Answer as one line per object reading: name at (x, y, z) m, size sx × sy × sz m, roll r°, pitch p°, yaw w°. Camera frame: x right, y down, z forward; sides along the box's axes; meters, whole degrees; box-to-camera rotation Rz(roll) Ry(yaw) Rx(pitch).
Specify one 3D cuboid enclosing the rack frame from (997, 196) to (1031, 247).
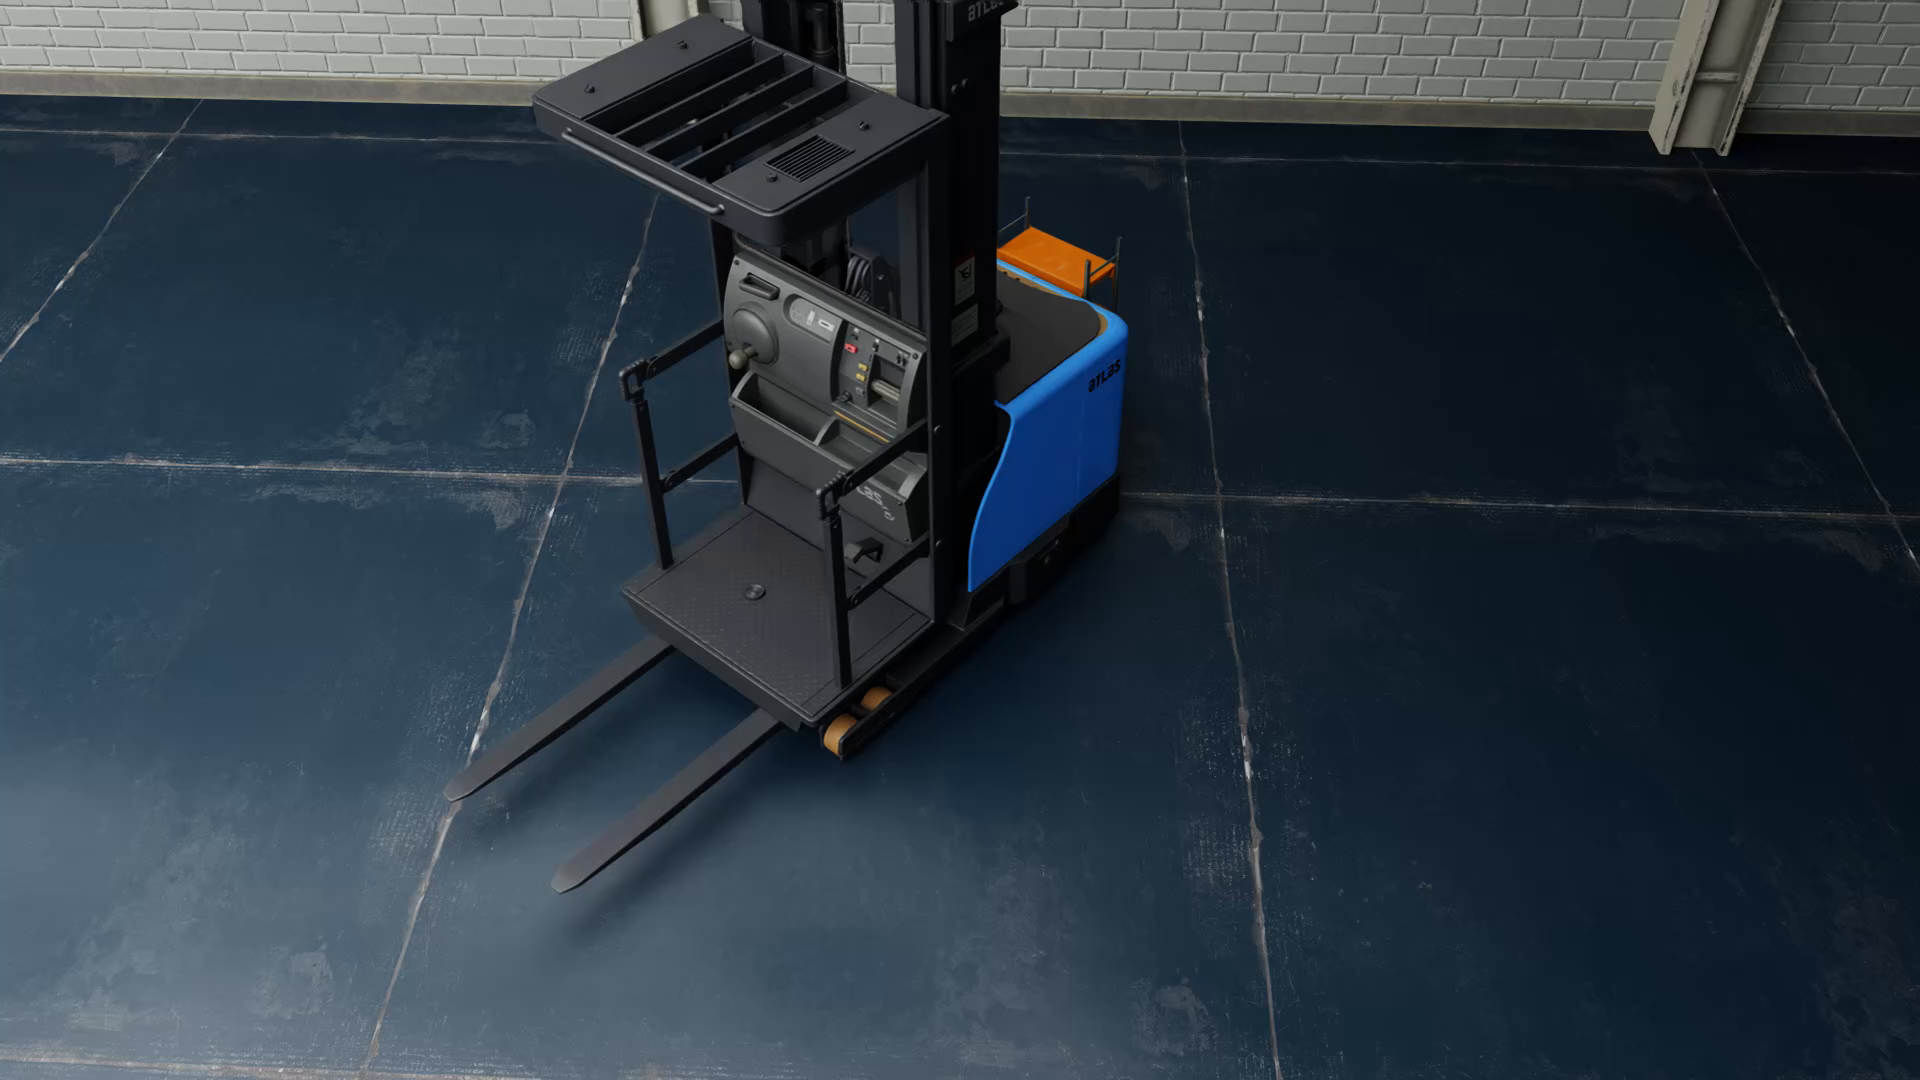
rack frame at (0.222, -0.977, 7.504) m, size 0.015 × 1.200 × 0.240 m, roll 30°, pitch 51°, yaw 28°

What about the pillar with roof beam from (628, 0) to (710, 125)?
pillar with roof beam at (-1.868, -2.911, 3.858) m, size 0.400 × 9.000 × 9.100 m, roll 2°, pitch 43°, yaw 2°

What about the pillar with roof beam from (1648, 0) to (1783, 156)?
pillar with roof beam at (4.126, -2.726, 3.660) m, size 0.400 × 9.000 × 9.100 m, roll 2°, pitch 43°, yaw 2°

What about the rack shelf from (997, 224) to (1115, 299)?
rack shelf at (0.409, -1.157, 7.121) m, size 0.480 × 0.148 × 0.258 m, roll 30°, pitch 51°, yaw 28°

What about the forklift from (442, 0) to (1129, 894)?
forklift at (-0.640, -0.626, 5.857) m, size 1.130 × 2.935 × 3.031 m, roll 30°, pitch 51°, yaw 28°

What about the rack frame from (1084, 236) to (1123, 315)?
rack frame at (0.595, -0.762, 7.274) m, size 0.015 × 1.200 × 0.240 m, roll 30°, pitch 51°, yaw 28°

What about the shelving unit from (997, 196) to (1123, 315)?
shelving unit at (0.409, -0.870, 7.389) m, size 0.503 × 1.200 × 0.258 m, roll 30°, pitch 51°, yaw 28°

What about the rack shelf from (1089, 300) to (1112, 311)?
rack shelf at (0.409, -0.984, 7.282) m, size 0.480 × 0.148 × 0.258 m, roll 30°, pitch 51°, yaw 28°
